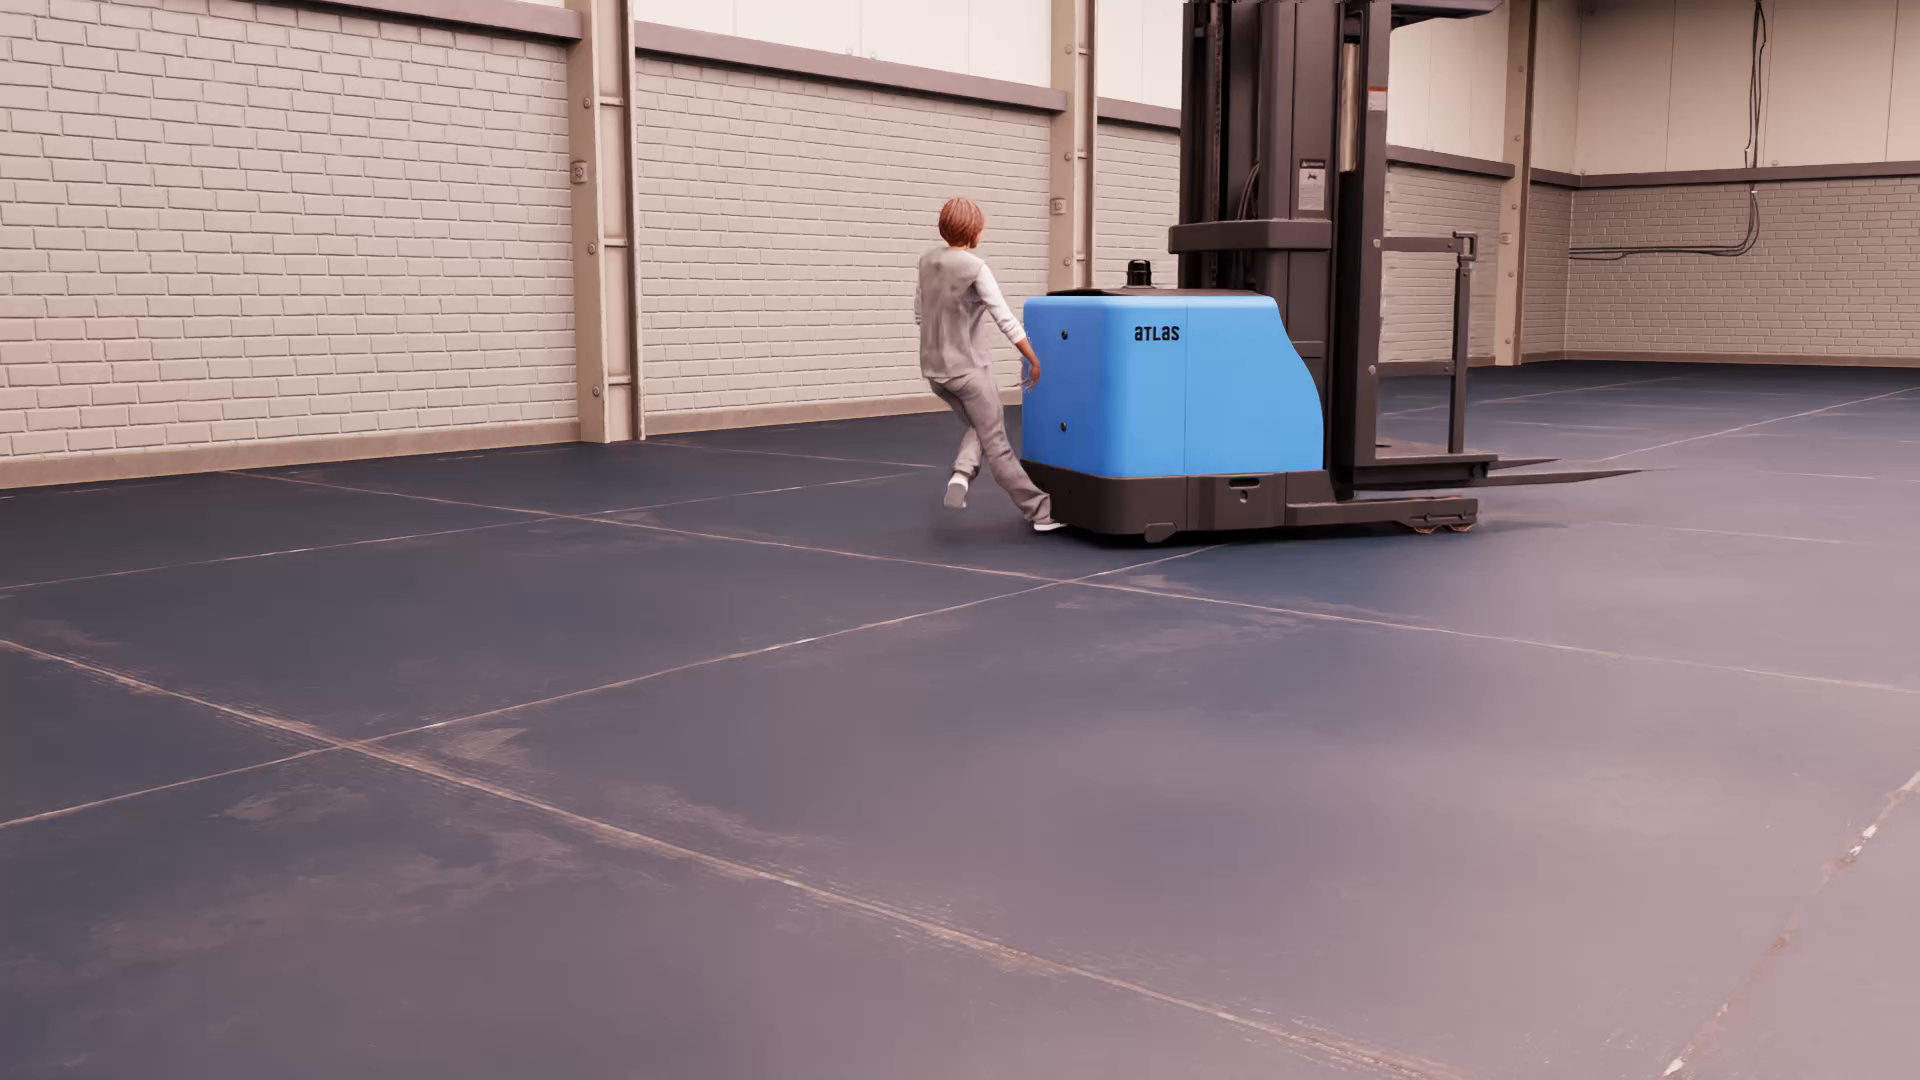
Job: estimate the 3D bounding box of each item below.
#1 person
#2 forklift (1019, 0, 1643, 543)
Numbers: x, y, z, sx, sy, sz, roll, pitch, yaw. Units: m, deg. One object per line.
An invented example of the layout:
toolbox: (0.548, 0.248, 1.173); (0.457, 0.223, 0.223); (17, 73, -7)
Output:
person: (0.157, -0.807, 7.634); (0.634, 1.496, 0.608); (-7, 11, -38)
forklift: (1.852, -1.544, 7.836); (3.031, 2.935, 1.130); (-3, 9, -20)
